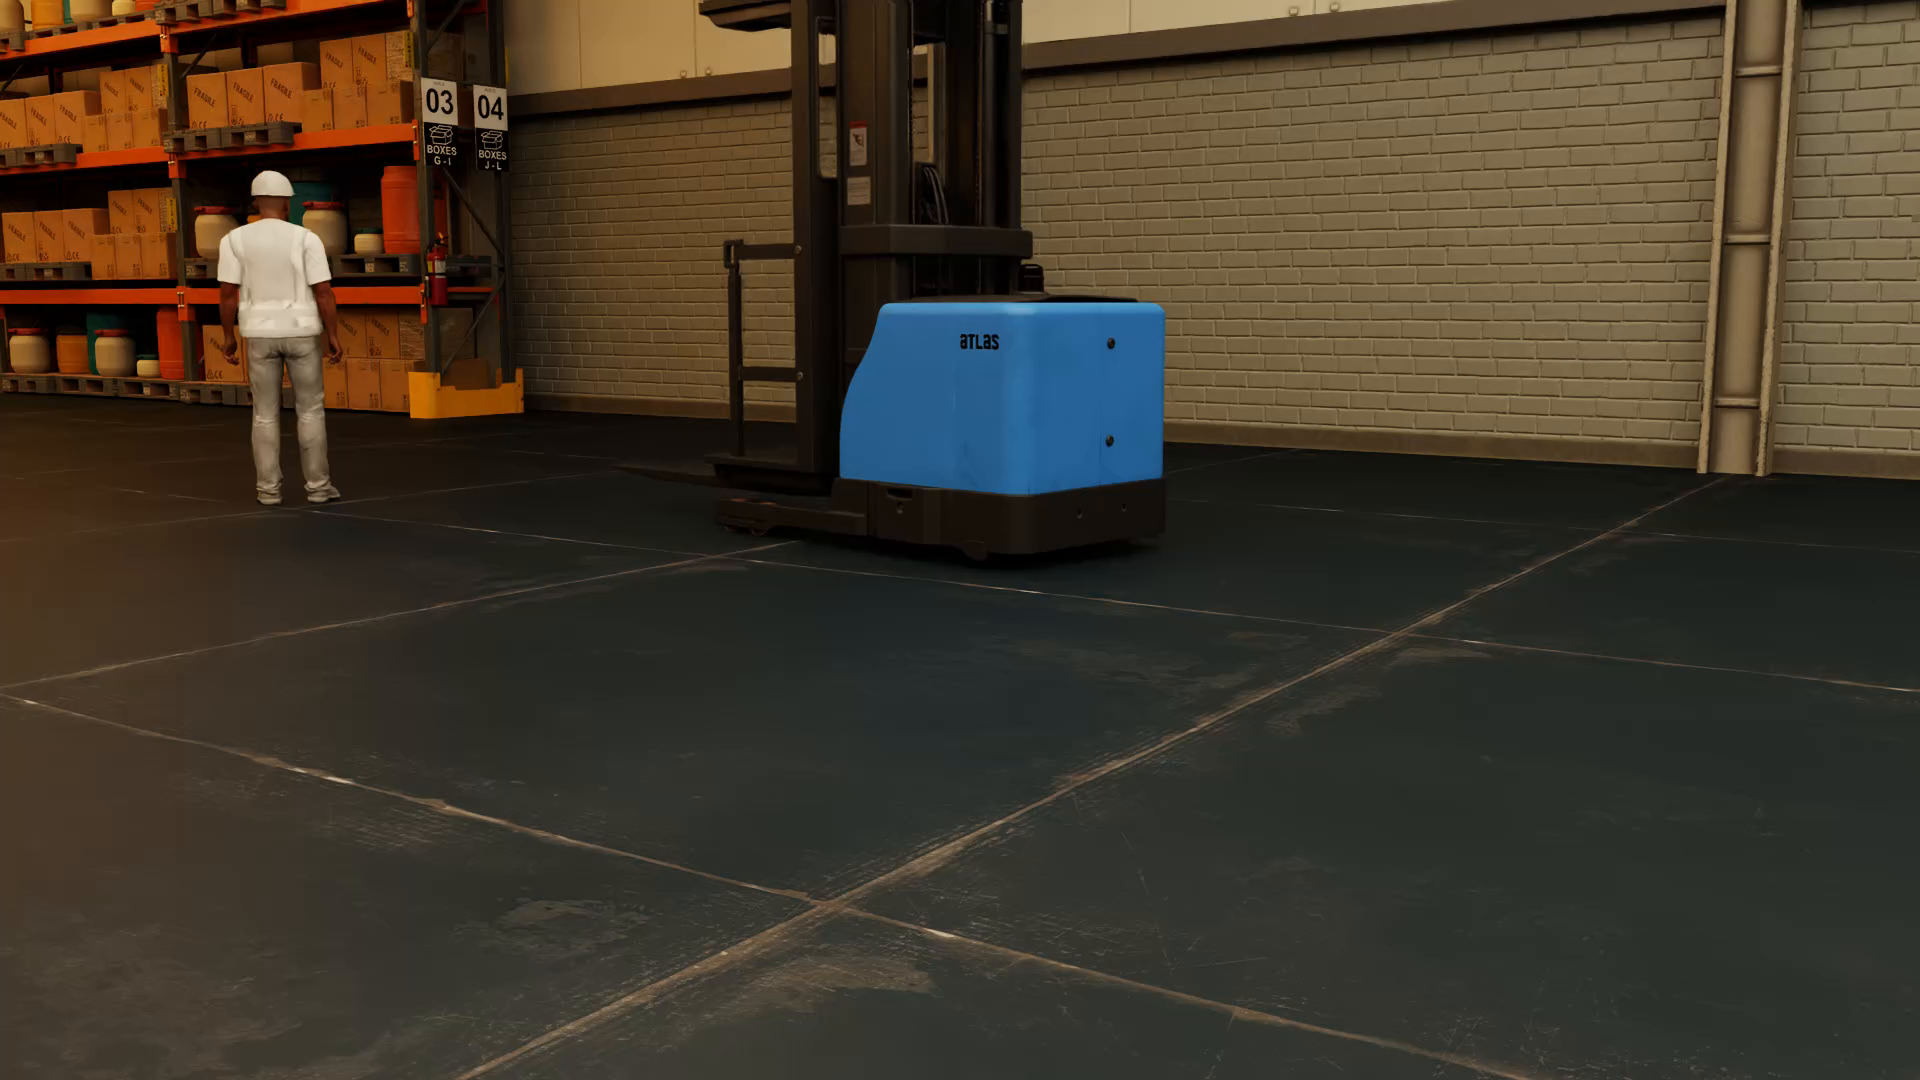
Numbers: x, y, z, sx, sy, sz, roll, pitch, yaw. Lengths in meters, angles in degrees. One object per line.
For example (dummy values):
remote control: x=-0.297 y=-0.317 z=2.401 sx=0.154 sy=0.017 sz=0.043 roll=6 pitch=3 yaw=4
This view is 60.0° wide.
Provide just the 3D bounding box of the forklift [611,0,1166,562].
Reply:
forklift: x=-0.514 y=-1.513 z=7.833 sx=3.031 sy=2.935 sz=1.130 roll=7 pitch=11 yaw=42

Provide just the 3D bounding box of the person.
person: x=-3.645 y=-1.084 z=8.960 sx=0.614 sy=1.771 sz=0.387 roll=-2 pitch=8 yaw=-12
